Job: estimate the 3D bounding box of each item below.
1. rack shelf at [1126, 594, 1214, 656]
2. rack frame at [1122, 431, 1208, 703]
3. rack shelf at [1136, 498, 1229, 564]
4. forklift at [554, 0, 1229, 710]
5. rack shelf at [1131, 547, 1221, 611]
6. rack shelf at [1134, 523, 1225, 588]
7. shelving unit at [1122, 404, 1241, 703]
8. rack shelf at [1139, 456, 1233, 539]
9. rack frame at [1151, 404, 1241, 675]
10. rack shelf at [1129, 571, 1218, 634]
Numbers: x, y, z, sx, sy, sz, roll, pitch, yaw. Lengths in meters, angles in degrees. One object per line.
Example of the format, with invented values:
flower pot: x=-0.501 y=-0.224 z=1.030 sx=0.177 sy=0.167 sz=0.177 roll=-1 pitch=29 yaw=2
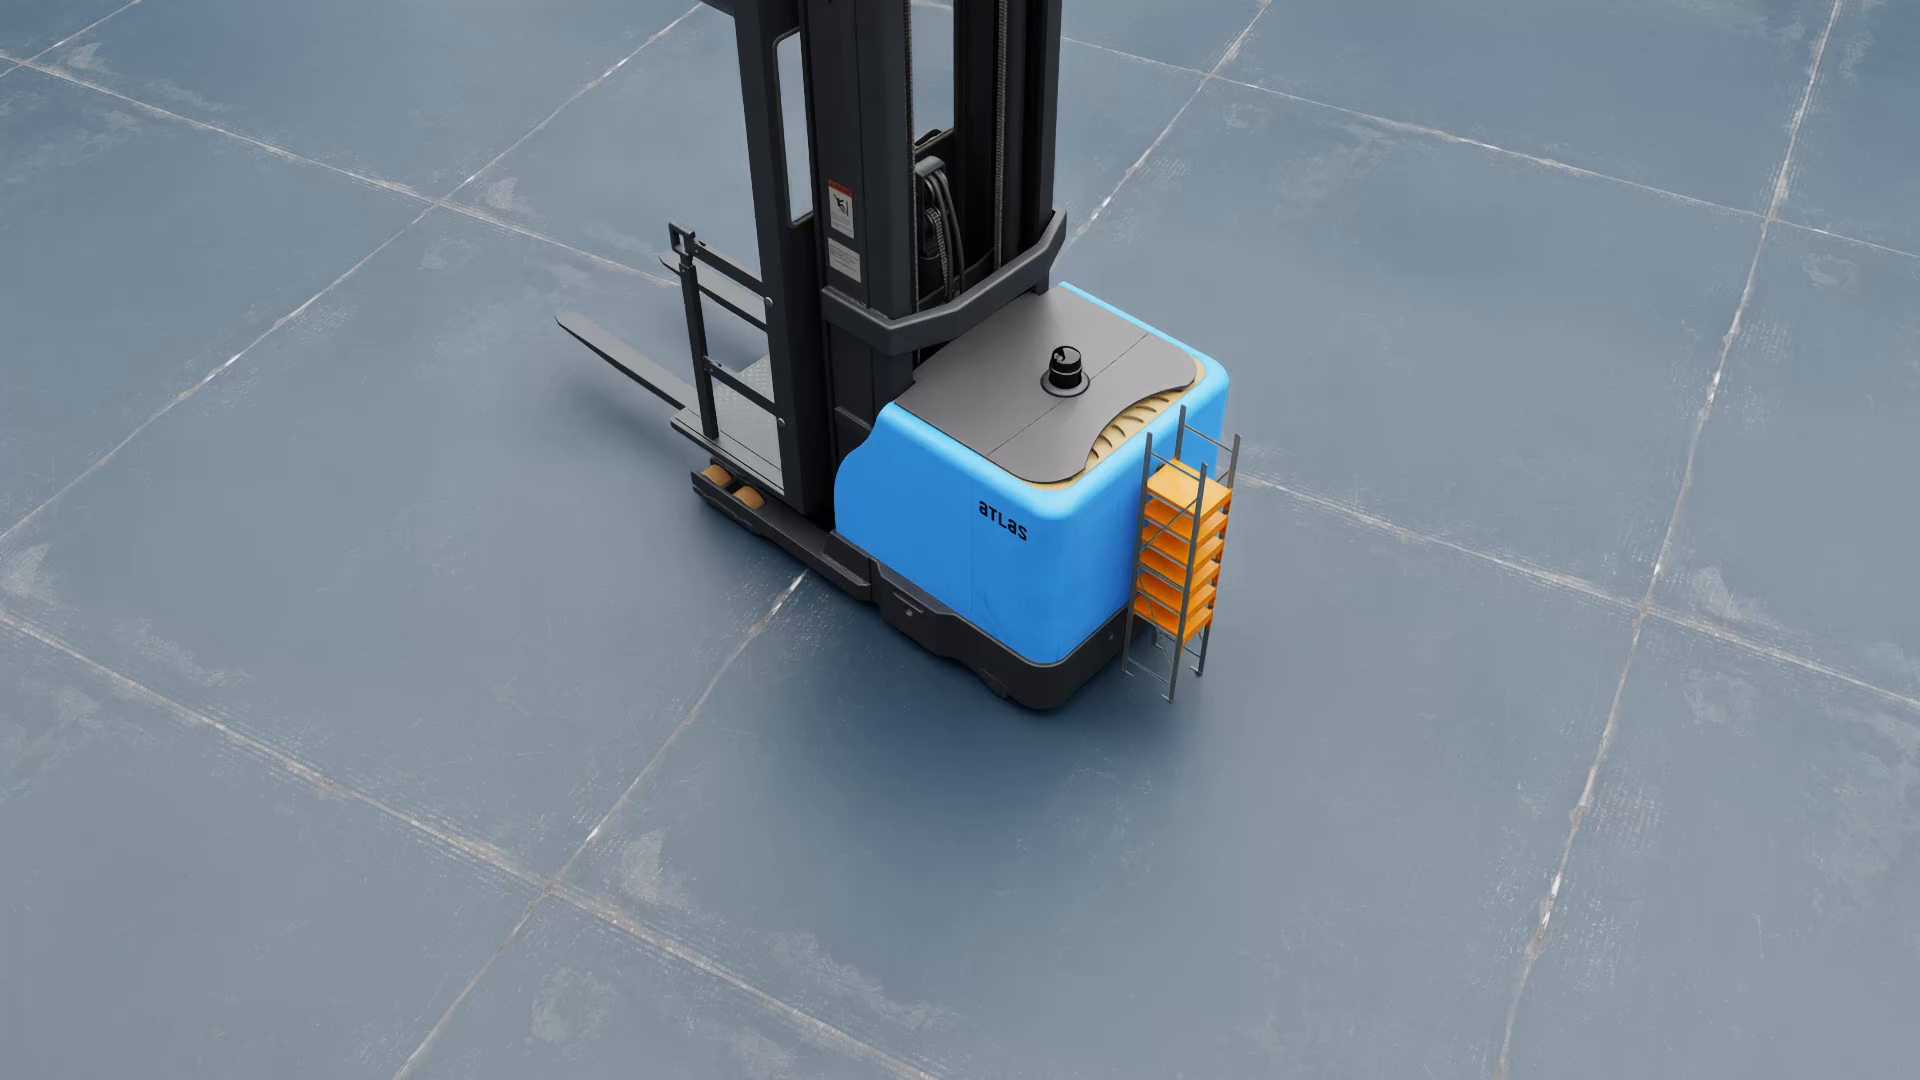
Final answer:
rack shelf: x=0.761 y=0.276 z=6.033 sx=0.258 sy=0.103 sz=0.180 roll=33 pitch=54 yaw=28
rack frame: x=0.699 y=0.124 z=5.783 sx=0.240 sy=1.200 sz=0.006 roll=33 pitch=54 yaw=28
rack shelf: x=0.761 y=-0.061 z=5.692 sx=0.258 sy=0.103 sz=0.180 roll=33 pitch=54 yaw=28
forklift: x=-0.467 y=-1.330 z=6.004 sx=3.031 sy=2.935 sz=1.130 roll=33 pitch=54 yaw=28
rack shelf: x=0.761 y=0.107 z=5.863 sx=0.258 sy=0.103 sz=0.180 roll=33 pitch=54 yaw=28
rack shelf: x=0.761 y=0.023 z=5.777 sx=0.258 sy=0.103 sz=0.180 roll=33 pitch=54 yaw=28
shelving unit: x=0.761 y=0.076 z=5.831 sx=0.258 sy=1.200 sz=0.189 roll=33 pitch=54 yaw=28
rack shelf: x=0.761 y=-0.146 z=5.607 sx=0.258 sy=0.103 sz=0.180 roll=33 pitch=54 yaw=28
rack frame: x=0.822 y=0.028 z=5.879 sx=0.240 sy=1.200 sz=0.006 roll=33 pitch=54 yaw=28
rack shelf: x=0.761 y=0.192 z=5.948 sx=0.258 sy=0.103 sz=0.180 roll=33 pitch=54 yaw=28
